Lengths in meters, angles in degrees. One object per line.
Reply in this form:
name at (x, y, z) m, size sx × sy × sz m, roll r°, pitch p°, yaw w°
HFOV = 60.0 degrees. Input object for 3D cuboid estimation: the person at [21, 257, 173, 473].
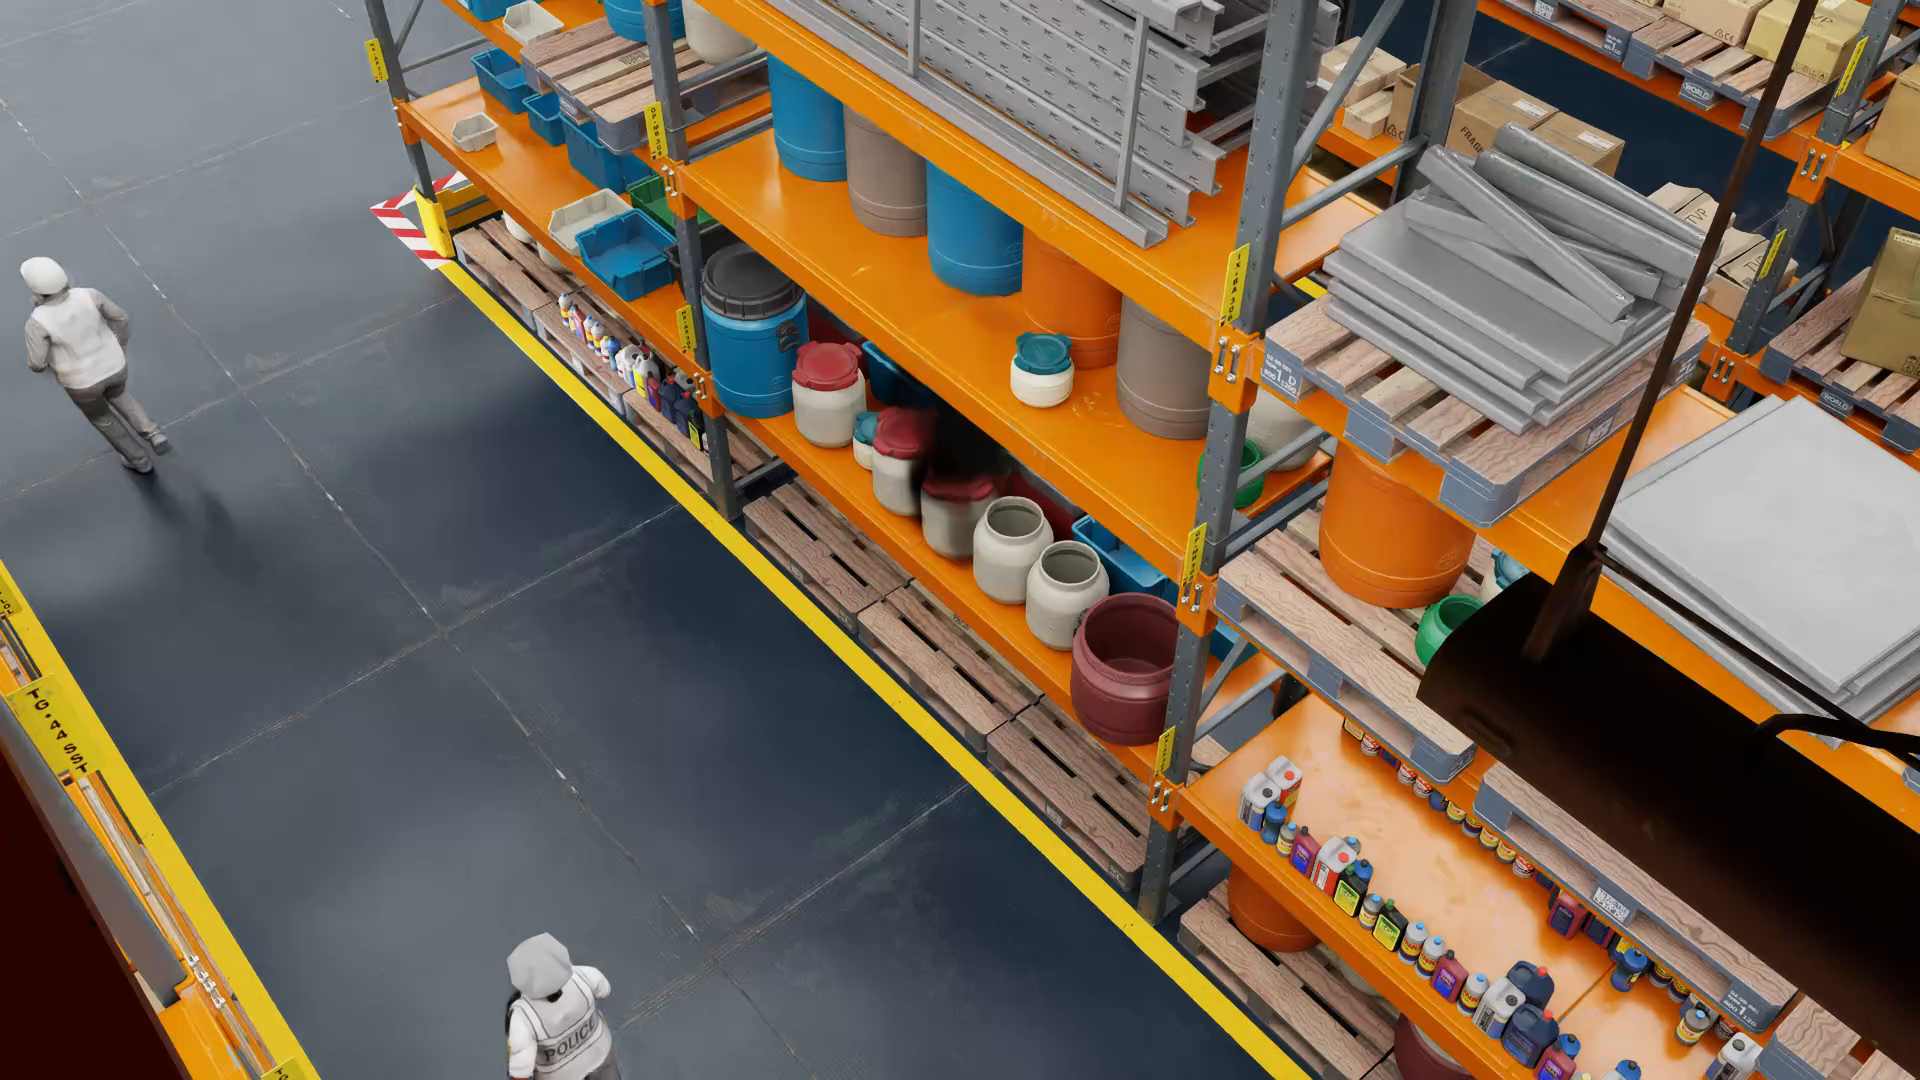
person at (-5.681, -1.118, 10.854) m, size 0.576 × 1.743 × 0.676 m, roll 29°, pitch 53°, yaw 24°

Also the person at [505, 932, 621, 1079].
person at (-1.765, 2.251, 7.318) m, size 0.594 × 1.737 × 0.630 m, roll -31°, pitch 54°, yaw -26°
